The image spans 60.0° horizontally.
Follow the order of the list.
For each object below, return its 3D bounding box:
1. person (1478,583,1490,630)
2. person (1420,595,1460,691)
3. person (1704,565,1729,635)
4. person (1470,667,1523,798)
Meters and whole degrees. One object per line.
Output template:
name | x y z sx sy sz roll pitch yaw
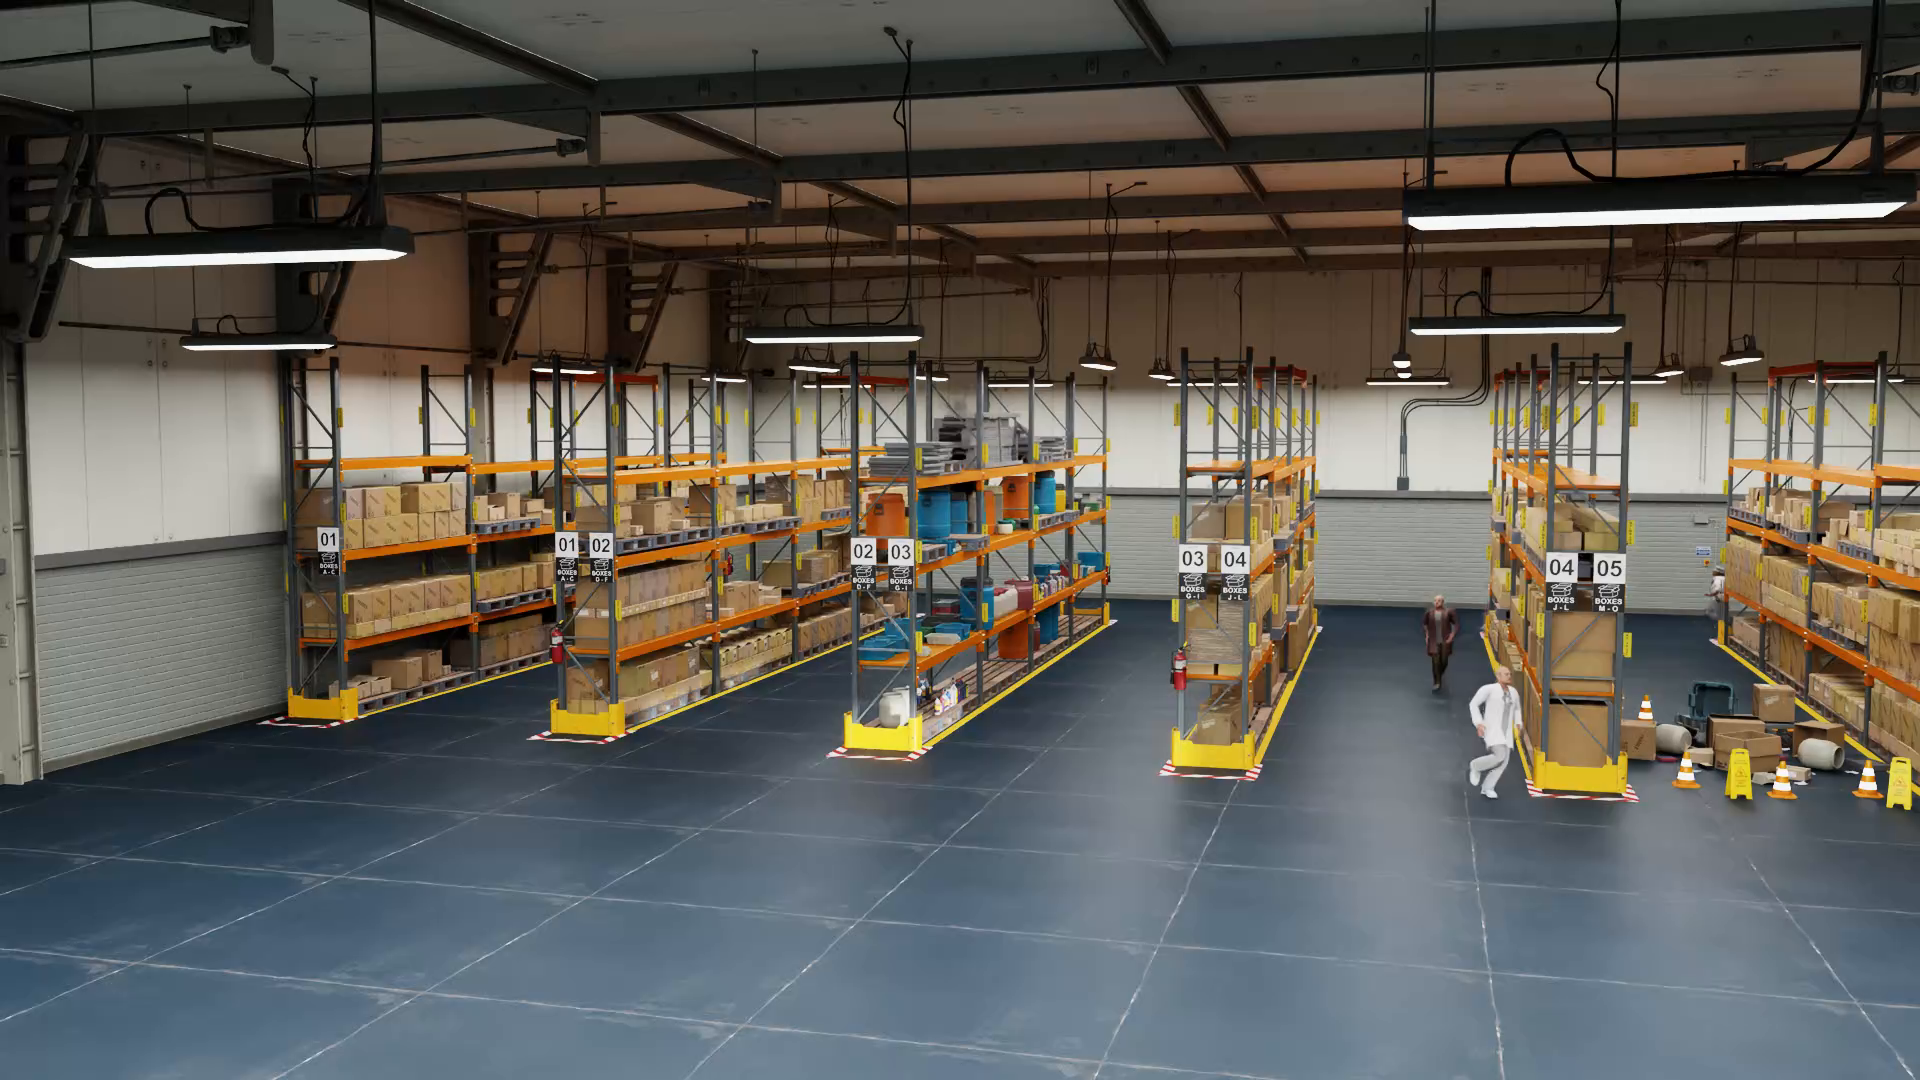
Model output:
person | 12.637 1.316 38.917 0.870 1.685 0.604 1 4 8
person | 8.859 1.892 30.727 0.708 1.739 0.656 2 5 21
person | 17.346 1.383 38.024 0.599 1.643 0.620 2 5 25
person | 7.167 2.532 22.074 0.738 1.697 0.580 -2 4 -20
